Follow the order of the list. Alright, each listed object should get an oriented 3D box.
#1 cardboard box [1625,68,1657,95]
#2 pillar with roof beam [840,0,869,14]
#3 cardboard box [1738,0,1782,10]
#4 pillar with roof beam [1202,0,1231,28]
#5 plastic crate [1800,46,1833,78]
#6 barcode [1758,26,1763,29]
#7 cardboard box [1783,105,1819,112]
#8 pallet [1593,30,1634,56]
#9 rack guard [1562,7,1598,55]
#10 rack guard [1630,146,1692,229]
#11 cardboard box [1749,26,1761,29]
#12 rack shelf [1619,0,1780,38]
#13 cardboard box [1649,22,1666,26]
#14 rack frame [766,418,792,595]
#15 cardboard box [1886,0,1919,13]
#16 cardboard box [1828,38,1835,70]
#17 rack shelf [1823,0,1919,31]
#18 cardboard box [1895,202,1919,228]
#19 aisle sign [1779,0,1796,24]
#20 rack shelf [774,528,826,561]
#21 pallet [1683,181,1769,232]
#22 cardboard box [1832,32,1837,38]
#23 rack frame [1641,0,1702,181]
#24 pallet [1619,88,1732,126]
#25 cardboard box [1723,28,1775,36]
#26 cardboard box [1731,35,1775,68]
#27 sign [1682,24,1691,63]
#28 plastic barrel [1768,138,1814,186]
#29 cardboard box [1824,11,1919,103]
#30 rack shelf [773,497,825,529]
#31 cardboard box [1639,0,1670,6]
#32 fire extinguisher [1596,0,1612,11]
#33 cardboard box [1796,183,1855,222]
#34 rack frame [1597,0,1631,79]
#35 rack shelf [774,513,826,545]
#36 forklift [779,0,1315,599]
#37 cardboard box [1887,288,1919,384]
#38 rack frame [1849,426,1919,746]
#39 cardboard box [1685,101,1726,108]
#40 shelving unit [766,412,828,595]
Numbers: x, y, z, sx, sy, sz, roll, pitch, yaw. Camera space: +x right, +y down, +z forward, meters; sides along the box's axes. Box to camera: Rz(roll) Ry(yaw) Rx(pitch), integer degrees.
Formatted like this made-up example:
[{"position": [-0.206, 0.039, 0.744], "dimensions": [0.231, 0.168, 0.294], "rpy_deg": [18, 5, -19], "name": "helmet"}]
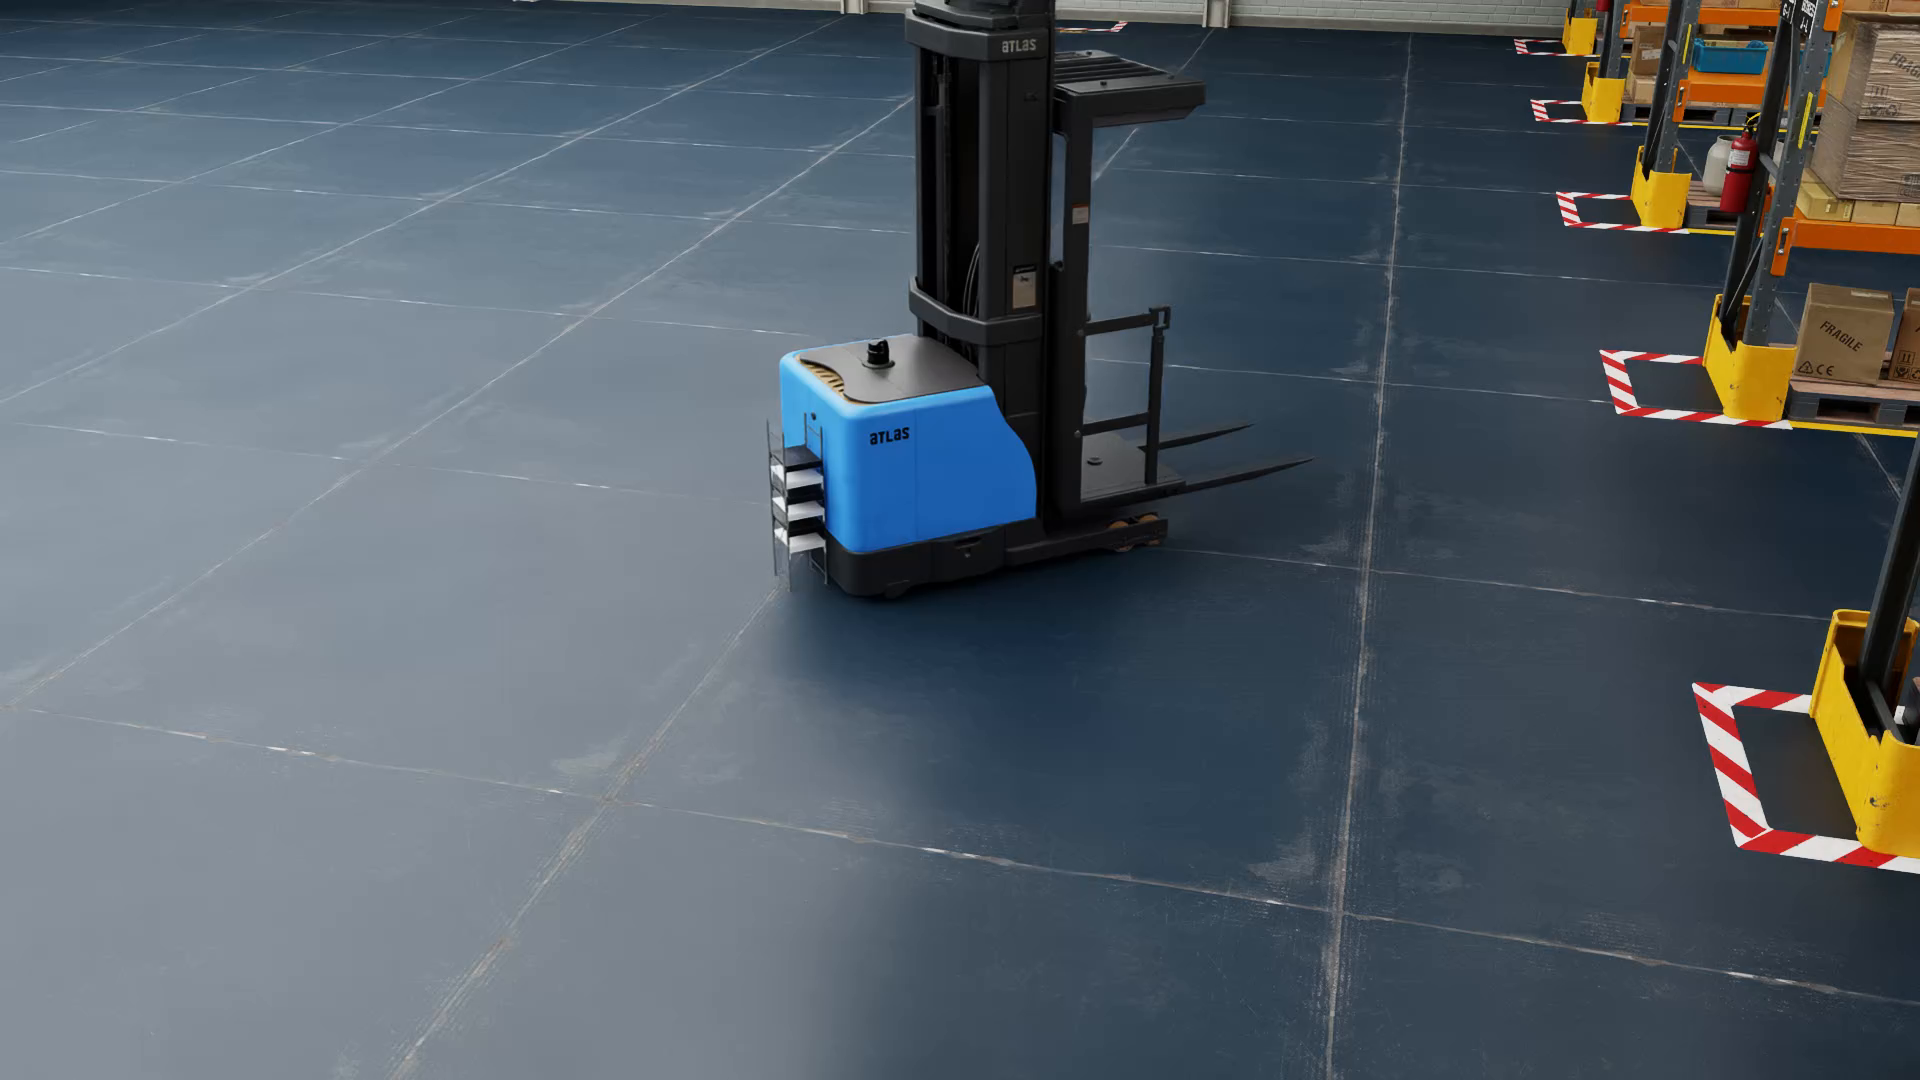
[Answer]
[{"position": [8.340, -5.526, 20.077], "dimensions": [0.500, 0.250, 0.500], "rpy_deg": [6, 26, 13], "name": "cardboard box"}, {"position": [-2.824, -11.061, 22.015], "dimensions": [0.400, 9.000, 9.100], "rpy_deg": [6, 26, 13], "name": "pillar with roof beam"}, {"position": [9.185, -6.392, 19.070], "dimensions": [0.500, 0.500, 0.700], "rpy_deg": [6, 26, 13], "name": "cardboard box"}, {"position": [2.987, -10.419, 20.665], "dimensions": [0.400, 9.000, 9.100], "rpy_deg": [6, 26, 13], "name": "pillar with roof beam"}, {"position": [7.696, -4.382, 15.138], "dimensions": [0.408, 0.251, 0.499], "rpy_deg": [6, 26, 13], "name": "plastic crate"}, {"position": [11.467, -7.332, 23.837], "dimensions": [0.075, 0.075, 0.001], "rpy_deg": [6, 26, 13], "name": "barcode"}, {"position": [9.663, -5.149, 19.286], "dimensions": [0.500, 0.250, 0.500], "rpy_deg": [6, 26, 13], "name": "cardboard box"}, {"position": [9.828, -7.206, 24.140], "dimensions": [1.213, 0.211, 1.003], "rpy_deg": [6, 26, 13], "name": "pallet"}, {"position": [9.050, -7.438, 24.292], "dimensions": [0.348, 0.500, 1.175], "rpy_deg": [6, 26, 13], "name": "rack guard"}, {"position": [6.595, -3.333, 15.669], "dimensions": [0.348, 0.500, 1.175], "rpy_deg": [6, 26, 13], "name": "rack guard"}, {"position": [11.307, -7.238, 23.767], "dimensions": [0.250, 0.149, 0.380], "rpy_deg": [4, 26, 9], "name": "cardboard box"}, {"position": [9.684, -5.973, 19.144], "dimensions": [4.000, 0.370, 1.077], "rpy_deg": [6, 26, 13], "name": "rack shelf"}, {"position": [10.177, -7.387, 23.892], "dimensions": [0.500, 0.311, 0.500], "rpy_deg": [9, 27, 17], "name": "cardboard box"}, {"position": [-0.931, -0.168, 8.556], "dimensions": [0.006, 0.900, 0.240], "rpy_deg": [-12, 28, -24], "name": "rack frame"}, {"position": [10.677, -6.228, 18.725], "dimensions": [0.500, 0.500, 0.700], "rpy_deg": [6, 26, 12], "name": "cardboard box"}, {"position": [10.151, -5.440, 19.024], "dimensions": [0.500, 0.500, 0.500], "rpy_deg": [6, 26, 13], "name": "cardboard box"}, {"position": [7.213, -3.204, 9.837], "dimensions": [4.000, 0.370, 1.077], "rpy_deg": [6, 26, 13], "name": "rack shelf"}, {"position": [5.968, -2.077, 10.416], "dimensions": [0.250, 0.149, 0.380], "rpy_deg": [6, 26, 13], "name": "cardboard box"}, {"position": [5.291, -3.694, 10.494], "dimensions": [0.004, 0.787, 0.394], "rpy_deg": [6, 26, 13], "name": "aisle sign"}, {"position": [-0.840, 0.005, 8.689], "dimensions": [0.200, 0.077, 0.258], "rpy_deg": [-12, 28, -24], "name": "rack shelf"}, {"position": [7.380, -3.114, 15.544], "dimensions": [1.213, 0.211, 1.003], "rpy_deg": [6, 26, 13], "name": "pallet"}, {"position": [10.281, -5.658, 19.482], "dimensions": [0.500, 0.500, 0.500], "rpy_deg": [6, 26, 13], "name": "cardboard box"}, {"position": [6.509, -4.450, 15.108], "dimensions": [0.127, 3.000, 1.000], "rpy_deg": [6, 26, 13], "name": "rack frame"}, {"position": [8.498, -5.189, 19.903], "dimensions": [1.213, 0.211, 1.003], "rpy_deg": [6, 26, 13], "name": "pallet"}, {"position": [9.312, -5.764, 19.706], "dimensions": [0.500, 0.500, 0.500], "rpy_deg": [6, 26, 13], "name": "cardboard box"}, {"position": [9.183, -5.548, 19.251], "dimensions": [0.500, 0.500, 0.500], "rpy_deg": [6, 26, 13], "name": "cardboard box"}, {"position": [6.368, -4.347, 14.569], "dimensions": [0.005, 0.325, 0.100], "rpy_deg": [6, 26, 13], "name": "sign"}, {"position": [7.651, -3.424, 15.359], "dimensions": [0.421, 0.512, 0.421], "rpy_deg": [0, 25, 0], "name": "plastic barrel"}, {"position": [5.870, -3.063, 10.569], "dimensions": [0.500, 0.500, 0.500], "rpy_deg": [6, 26, 13], "name": "cardboard box"}, {"position": [-0.840, -0.157, 8.611], "dimensions": [0.200, 0.077, 0.258], "rpy_deg": [-12, 28, -24], "name": "rack shelf"}, {"position": [8.196, -6.502, 19.301], "dimensions": [0.500, 0.500, 0.700], "rpy_deg": [6, 26, 13], "name": "cardboard box"}, {"position": [7.748, -6.683, 19.888], "dimensions": [0.183, 0.674, 0.296], "rpy_deg": [6, 26, 13], "name": "fire extinguisher"}, {"position": [5.492, -2.145, 10.558], "dimensions": [0.250, 0.149, 0.380], "rpy_deg": [6, 26, 13], "name": "cardboard box"}, {"position": [7.747, -6.512, 19.439], "dimensions": [0.127, 3.000, 1.000], "rpy_deg": [6, 26, 13], "name": "rack frame"}, {"position": [-0.840, -0.076, 8.650], "dimensions": [0.200, 0.077, 0.258], "rpy_deg": [-12, 28, -24], "name": "rack shelf"}, {"position": [0.580, -1.446, 8.878], "dimensions": [3.031, 2.935, 1.130], "rpy_deg": [-12, 28, -24], "name": "forklift"}, {"position": [6.464, -1.326, 10.965], "dimensions": [0.500, 0.500, 0.500], "rpy_deg": [14, 29, 26], "name": "cardboard box"}, {"position": [3.943, -0.334, 6.463], "dimensions": [0.127, 3.000, 1.000], "rpy_deg": [6, 26, 13], "name": "rack frame"}, {"position": [8.696, -5.258, 19.515], "dimensions": [0.500, 0.250, 0.500], "rpy_deg": [6, 26, 13], "name": "cardboard box"}, {"position": [-0.840, -0.188, 8.597], "dimensions": [0.210, 0.900, 0.258], "rpy_deg": [-12, 28, -24], "name": "shelving unit"}]
